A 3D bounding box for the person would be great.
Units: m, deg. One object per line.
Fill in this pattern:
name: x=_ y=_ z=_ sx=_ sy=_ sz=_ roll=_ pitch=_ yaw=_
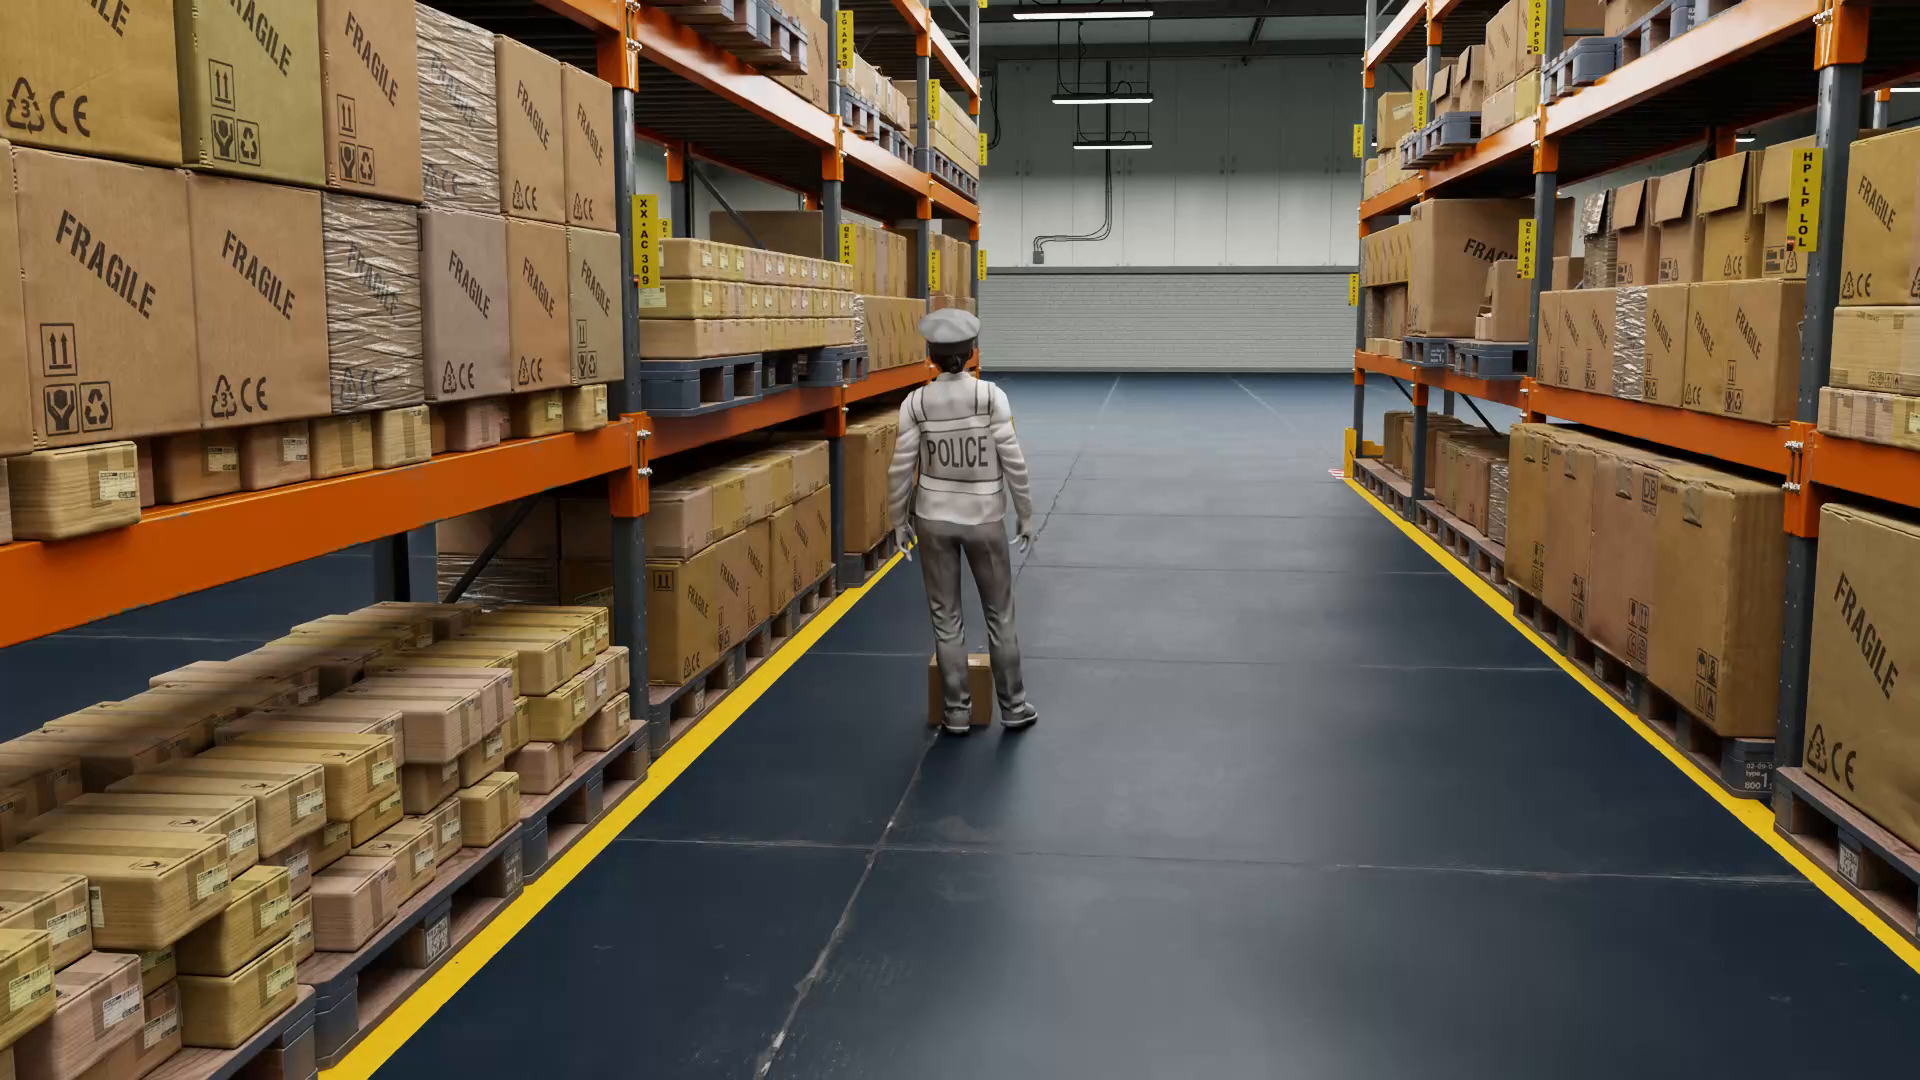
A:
person: x=0.012 y=-0.073 z=6.651 sx=0.586 sy=1.694 sz=0.531 roll=1 pitch=8 yaw=6
